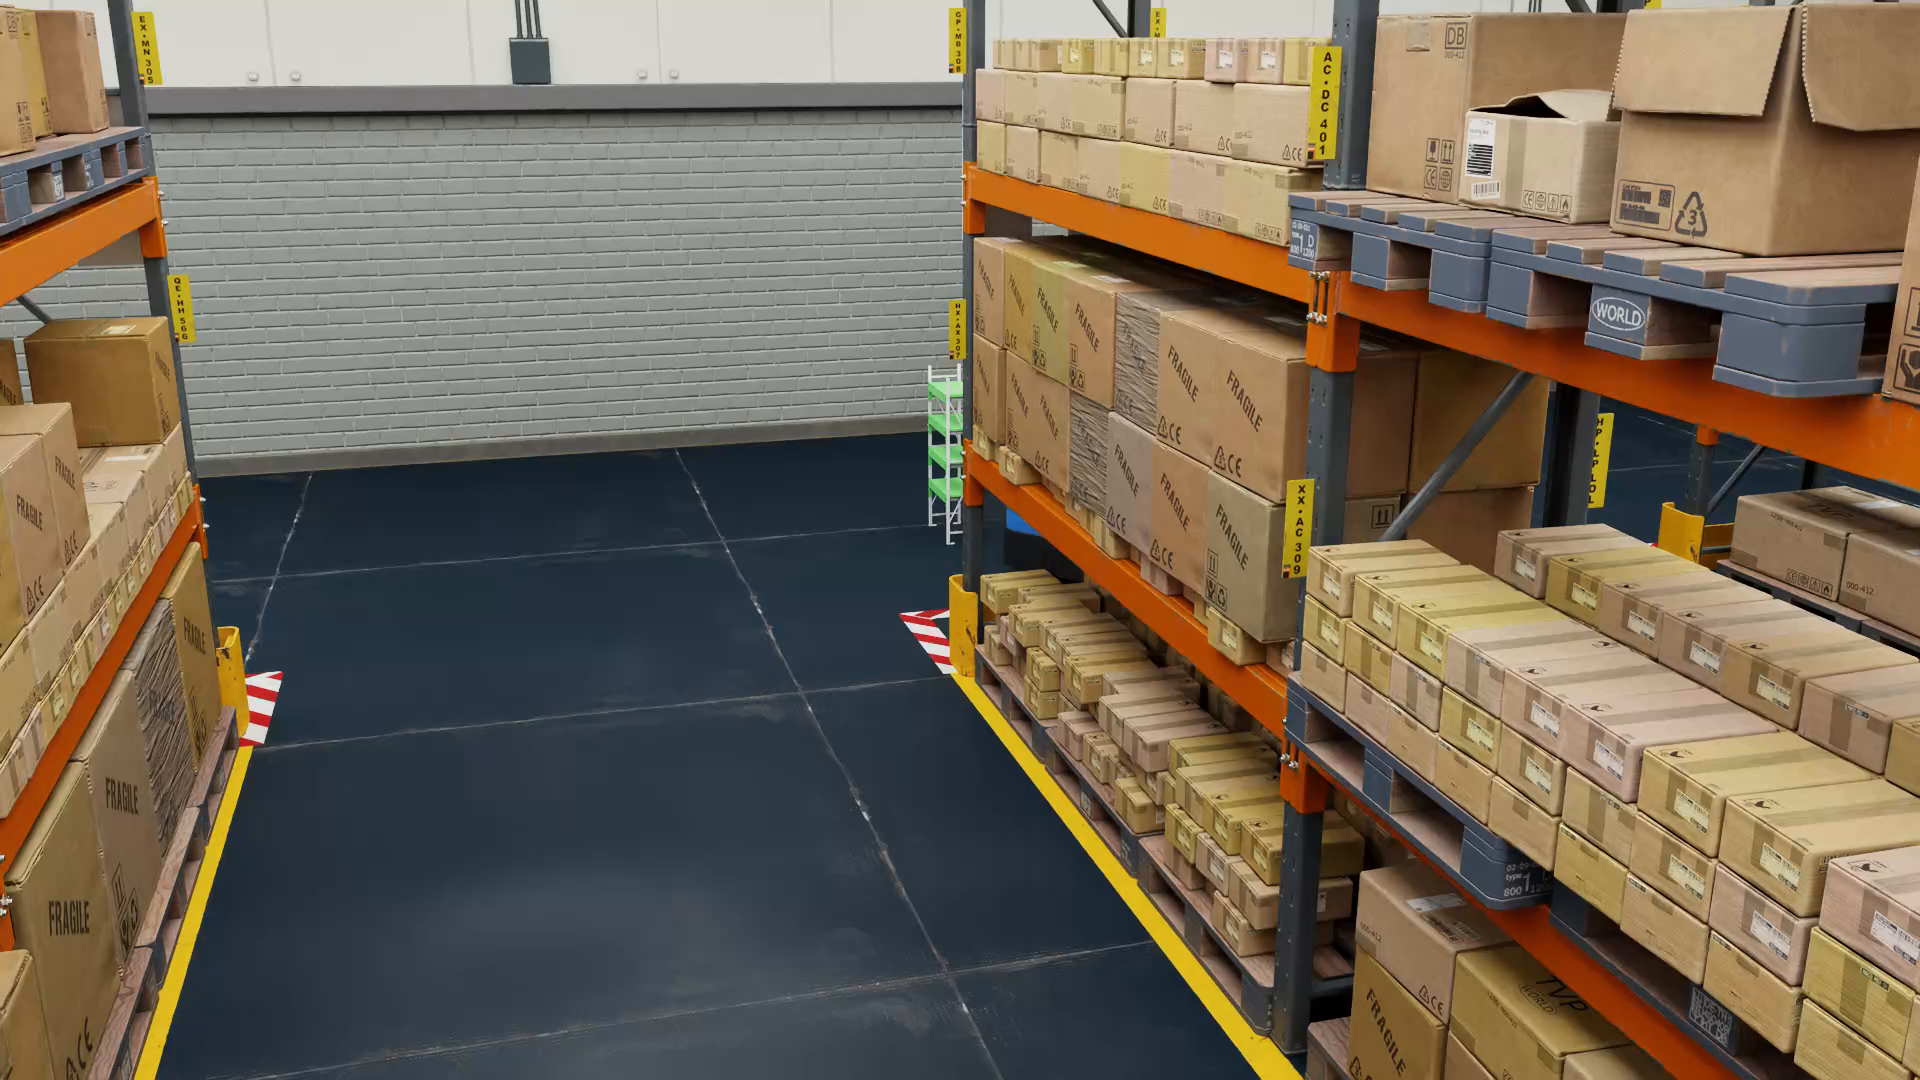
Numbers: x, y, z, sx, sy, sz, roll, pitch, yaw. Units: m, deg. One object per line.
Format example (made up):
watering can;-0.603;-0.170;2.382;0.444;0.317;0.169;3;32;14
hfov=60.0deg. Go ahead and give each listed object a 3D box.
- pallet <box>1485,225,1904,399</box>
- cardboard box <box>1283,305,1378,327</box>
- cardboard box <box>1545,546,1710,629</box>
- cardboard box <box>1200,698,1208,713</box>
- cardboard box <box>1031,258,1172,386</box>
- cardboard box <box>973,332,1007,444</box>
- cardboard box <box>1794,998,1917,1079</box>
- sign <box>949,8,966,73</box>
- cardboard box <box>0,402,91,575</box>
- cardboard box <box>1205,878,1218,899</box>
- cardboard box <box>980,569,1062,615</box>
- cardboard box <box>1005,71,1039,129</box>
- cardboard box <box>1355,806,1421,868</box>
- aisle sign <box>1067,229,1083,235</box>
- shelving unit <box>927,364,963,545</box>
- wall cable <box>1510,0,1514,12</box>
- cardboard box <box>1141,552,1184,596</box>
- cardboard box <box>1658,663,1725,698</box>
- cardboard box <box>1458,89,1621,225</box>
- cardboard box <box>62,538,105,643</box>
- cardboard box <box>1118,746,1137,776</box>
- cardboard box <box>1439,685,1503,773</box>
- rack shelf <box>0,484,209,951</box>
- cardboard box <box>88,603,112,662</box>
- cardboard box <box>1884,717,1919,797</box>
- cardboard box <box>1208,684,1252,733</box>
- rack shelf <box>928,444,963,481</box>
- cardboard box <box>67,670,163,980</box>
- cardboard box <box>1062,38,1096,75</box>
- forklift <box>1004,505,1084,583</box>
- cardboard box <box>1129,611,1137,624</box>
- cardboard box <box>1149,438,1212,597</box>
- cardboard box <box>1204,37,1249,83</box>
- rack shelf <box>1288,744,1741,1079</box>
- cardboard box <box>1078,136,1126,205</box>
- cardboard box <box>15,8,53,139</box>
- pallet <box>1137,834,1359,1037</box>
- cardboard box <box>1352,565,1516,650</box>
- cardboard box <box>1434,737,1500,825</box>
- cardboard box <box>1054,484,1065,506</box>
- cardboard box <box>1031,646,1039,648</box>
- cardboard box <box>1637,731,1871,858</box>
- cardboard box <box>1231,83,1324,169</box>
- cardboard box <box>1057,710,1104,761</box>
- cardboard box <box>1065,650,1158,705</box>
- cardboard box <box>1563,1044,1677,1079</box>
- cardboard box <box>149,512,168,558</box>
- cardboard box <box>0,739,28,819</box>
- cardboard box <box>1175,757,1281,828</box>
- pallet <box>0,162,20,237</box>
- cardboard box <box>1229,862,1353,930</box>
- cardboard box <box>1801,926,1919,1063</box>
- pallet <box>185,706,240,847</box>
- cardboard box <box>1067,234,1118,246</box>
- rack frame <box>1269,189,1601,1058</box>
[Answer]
pallet;1.966;-0.547;3.671;1.213;0.211;1.003;-5;17;-15
cardboard box;1.564;-0.622;6.379;0.500;0.500;0.500;-5;18;-17
cardboard box;1.984;0.138;4.951;0.380;0.149;0.250;-5;17;-17
cardboard box;1.283;0.731;8.014;0.380;0.149;0.250;-4;17;-12
cardboard box;0.646;-1.012;7.678;0.500;0.500;0.500;-5;17;-16
cardboard box;0.370;-0.817;8.767;0.500;0.500;0.500;-4;17;-13
cardboard box;1.855;0.976;3.196;0.380;0.149;0.250;-5;18;-18
sign;-0.010;-2.585;8.610;0.100;0.325;0.005;-5;17;-15
cardboard box;-3.347;-0.165;5.727;0.500;0.500;0.500;-5;18;-17
cardboard box;1.185;1.338;6.509;0.380;0.149;0.250;-4;17;-14
cardboard box;0.329;0.278;9.002;0.380;0.149;0.250;-6;18;-18
cardboard box;0.527;-2.091;7.875;0.500;0.250;0.500;-5;17;-16
cardboard box;1.716;1.101;6.263;0.380;0.149;0.250;-4;17;-13
aisle sign;0.780;-2.062;9.082;0.394;0.787;0.004;-5;17;-15
shelving unit;-0.045;-0.620;11.932;0.258;1.200;0.503;-5;17;-15
wall cable;4.133;-5.675;15.202;2.355;3.000;0.029;-5;17;-15
cardboard box;0.966;0.106;6.821;0.380;0.149;0.250;-5;18;-18
cardboard box;2.129;0.422;4.523;0.380;0.149;0.250;-5;18;-17
cardboard box;1.651;-1.001;4.282;0.500;0.311;0.500;-5;17;-16
cardboard box;-3.342;0.196;5.829;0.500;0.250;0.500;-4;17;-14
cardboard box;0.924;0.925;7.366;0.380;0.149;0.250;-6;18;-18
cardboard box;1.494;0.471;4.361;0.380;0.149;0.250;-5;18;-18
rack shelf;-3.735;0.489;6.359;1.077;0.370;4.000;-5;17;-15
cardboard box;-3.304;0.352;6.004;0.380;0.149;0.250;-4;17;-15
cardboard box;2.342;0.499;3.751;0.380;0.149;0.250;-5;17;-16
cardboard box;1.341;0.738;7.471;0.380;0.149;0.250;-5;18;-18
rack shelf;-0.045;-0.559;11.950;0.258;0.148;0.480;-5;17;-15
cardboard box;-3.537;1.077;6.117;0.875;0.875;0.875;-5;17;-15
cardboard box;0.659;-2.097;7.203;0.380;0.149;0.250;-4;17;-14
forklift;1.774;-1.043;10.330;3.031;2.935;1.130;12;21;36
cardboard box;1.108;0.369;8.702;0.380;0.149;0.250;-5;17;-16
cardboard box;1.065;-0.112;6.419;0.500;0.500;0.500;-5;17;-17
cardboard box;1.072;-1.663;5.758;0.380;0.149;0.250;-5;17;-15
rack shelf;2.161;1.232;3.889;1.077;0.370;4.000;-5;17;-15
cardboard box;0.815;-1.562;6.984;0.500;0.250;0.500;-5;17;-16
cardboard box;-4.052;-1.837;6.562;0.700;0.500;0.500;-5;18;-17
pallet;1.393;1.486;6.637;1.003;0.211;1.213;-5;17;-15
cardboard box;1.360;0.190;4.778;0.380;0.149;0.250;-4;17;-14
cardboard box;1.492;0.614;4.402;0.380;0.149;0.250;-5;17;-15
cardboard box;0.672;-0.253;8.018;0.380;0.149;0.250;-5;17;-16
cardboard box;0.582;0.555;8.598;0.380;0.149;0.250;-4;17;-15
cardboard box;1.711;0.545;3.595;0.380;0.149;0.250;-4;17;-14
cardboard box;1.240;-1.378;5.503;0.500;0.250;0.500;-6;18;-18
cardboard box;0.685;0.914;7.920;0.380;0.149;0.250;-6;18;-18
cardboard box;0.710;0.641;7.796;0.380;0.149;0.250;-4;17;-14
cardboard box;1.845;1.485;4.108;0.500;0.250;0.500;-4;17;-13
cardboard box;-3.661;-0.005;7.191;0.380;0.149;0.250;-4;17;-14
cardboard box;-2.947;0.710;4.810;0.380;0.149;0.250;-5;17;-15
cardboard box;1.080;0.999;6.602;0.380;0.149;0.250;-5;17;-16
pallet;-3.400;-0.923;4.752;1.003;0.211;1.213;-5;17;-15
cardboard box;1.219;1.294;6.140;0.380;0.149;0.250;-4;17;-14
cardboard box;1.853;0.832;3.159;0.380;0.149;0.250;-5;17;-16
pallet;-3.990;1.142;7.783;1.003;0.211;1.213;-5;17;-15
cardboard box;0.877;-1.335;8.753;0.500;0.500;0.500;-5;17;-16
rack frame;1.611;0.334;5.627;1.000;3.000;0.127;-5;17;-15
